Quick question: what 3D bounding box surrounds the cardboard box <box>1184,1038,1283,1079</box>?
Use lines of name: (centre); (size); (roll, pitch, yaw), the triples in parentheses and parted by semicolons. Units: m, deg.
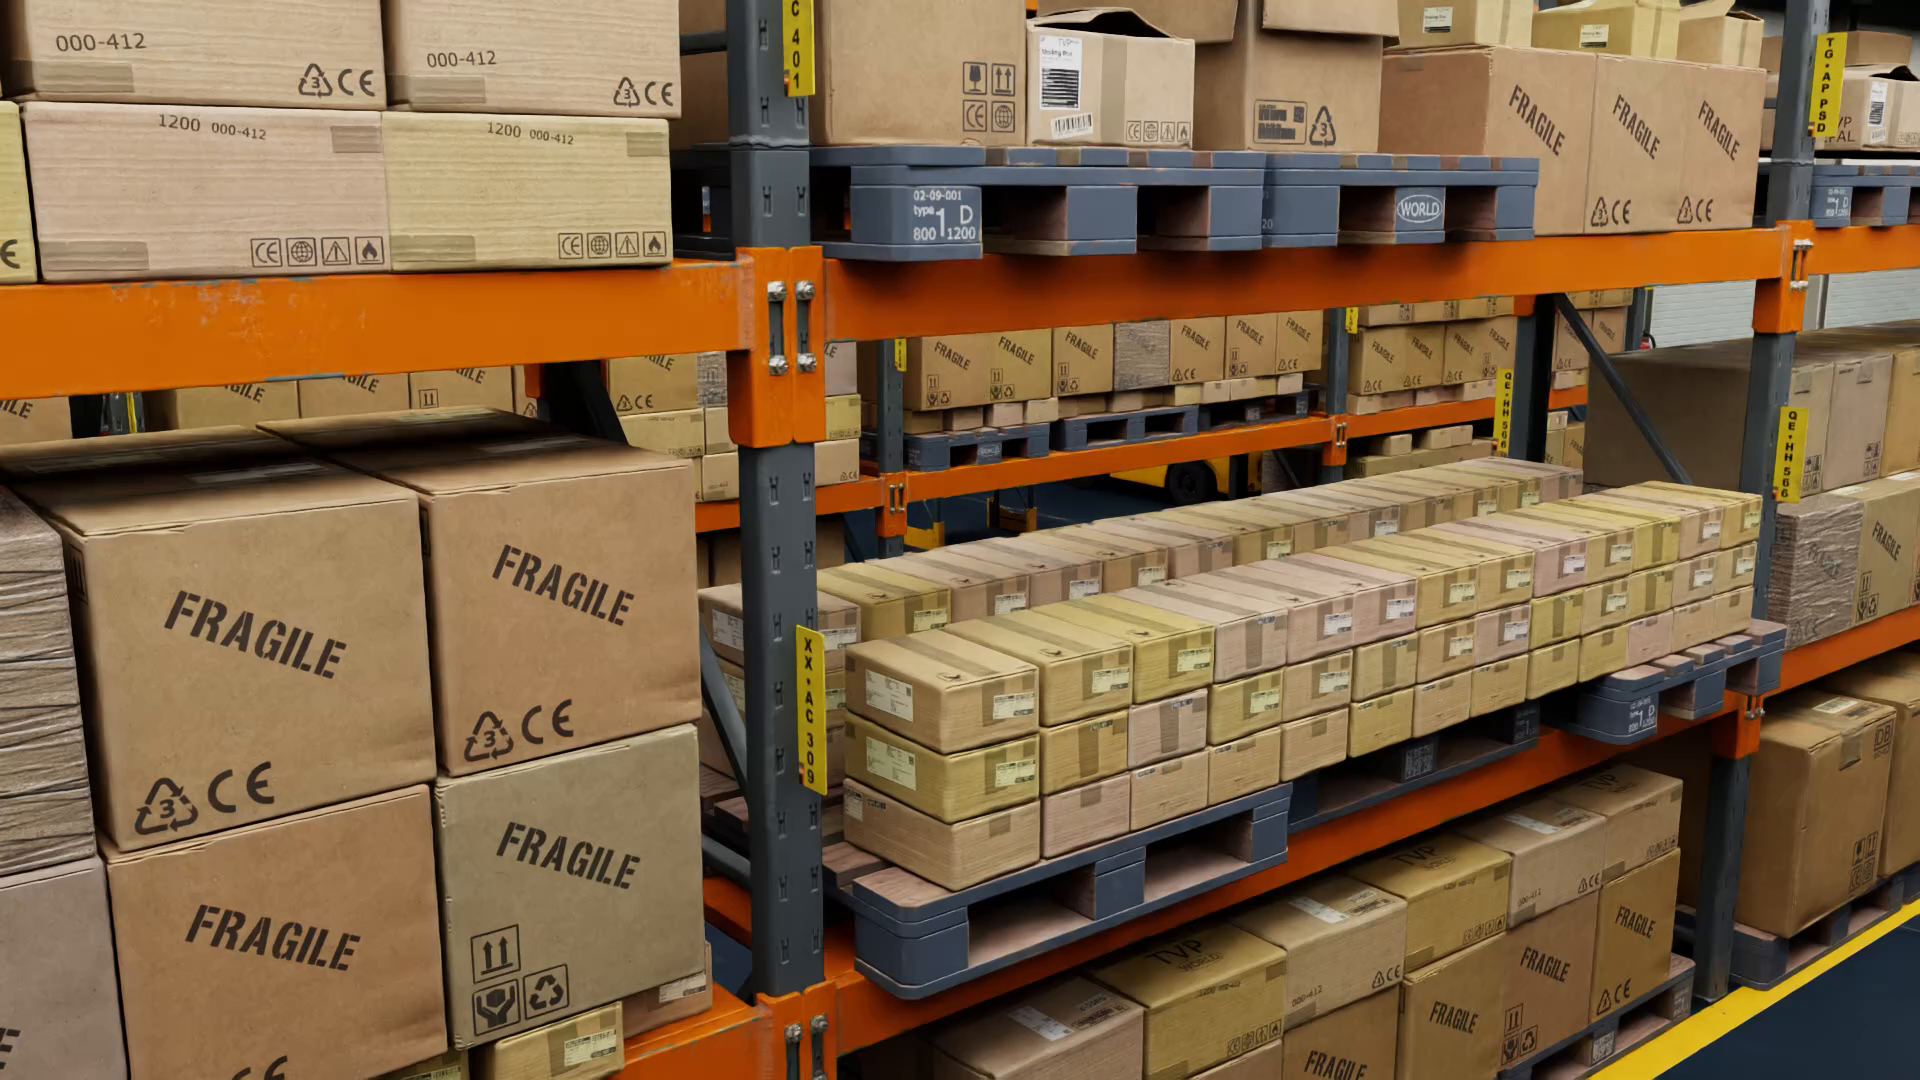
cardboard box: (0.517, 1.565, 4.545); (0.500, 0.500, 0.500); (-9, 15, -35)

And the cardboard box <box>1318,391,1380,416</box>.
cardboard box: (2.884, -1.025, 12.337); (0.250, 0.149, 0.380); (-10, 15, -38)

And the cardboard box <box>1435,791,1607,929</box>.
cardboard box: (1.728, 0.999, 5.403); (0.500, 0.250, 0.500); (-9, 15, -37)

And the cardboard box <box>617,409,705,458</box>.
cardboard box: (-1.690, -0.570, 8.748); (0.500, 0.250, 0.500); (-10, 16, -39)

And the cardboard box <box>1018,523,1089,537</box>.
cardboard box: (0.929, 0.174, 11.402); (0.625, 0.372, 0.950); (-9, 15, -36)

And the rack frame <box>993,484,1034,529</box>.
rack frame: (0.464, -0.811, 14.336); (0.032, 1.500, 0.500); (-9, 15, -38)

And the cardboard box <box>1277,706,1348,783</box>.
cardboard box: (0.763, 0.476, 4.259); (0.250, 0.149, 0.380); (-10, 16, -40)

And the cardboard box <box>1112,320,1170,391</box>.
cardboard box: (1.019, -1.263, 10.885); (0.500, 0.500, 0.500); (-10, 16, -40)

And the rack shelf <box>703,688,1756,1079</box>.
rack shelf: (0.924, 0.762, 5.052); (4.000, 0.370, 1.077); (-9, 15, -38)

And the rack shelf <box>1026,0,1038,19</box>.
rack shelf: (0.876, -3.286, 10.634); (4.000, 0.370, 1.077); (-9, 15, -38)

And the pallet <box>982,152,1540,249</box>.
pallet: (0.719, -0.904, 4.395); (1.003, 0.211, 1.213); (-9, 15, -38)

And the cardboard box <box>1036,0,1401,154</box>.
cardboard box: (0.651, -1.233, 4.233); (0.637, 0.503, 0.797); (-10, 15, -38)

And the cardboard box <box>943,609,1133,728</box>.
cardboard box: (0.171, 0.282, 3.740); (0.250, 0.149, 0.380); (-9, 15, -36)

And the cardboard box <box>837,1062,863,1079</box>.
cardboard box: (-0.217, 1.550, 4.616); (0.500, 0.500, 0.500); (-10, 15, -39)

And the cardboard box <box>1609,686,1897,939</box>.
cardboard box: (3.017, 0.981, 6.693); (0.750, 0.750, 1.050); (-10, 15, -38)

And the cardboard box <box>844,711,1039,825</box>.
cardboard box: (-0.043, 0.465, 3.596); (0.250, 0.149, 0.380); (-9, 15, -37)

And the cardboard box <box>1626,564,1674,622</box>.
cardboard box: (1.973, 0.130, 5.174); (0.250, 0.149, 0.380); (-9, 15, -36)

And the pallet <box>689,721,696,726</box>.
pallet: (-1.348, 0.815, 9.784); (1.213, 0.211, 1.003); (-9, 15, -38)

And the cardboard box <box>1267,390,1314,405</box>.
cardboard box: (2.498, -1.127, 12.819); (0.250, 0.149, 0.380); (-10, 15, -38)

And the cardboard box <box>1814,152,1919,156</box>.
cardboard box: (3.580, -1.621, 6.430); (0.500, 0.250, 0.500); (-9, 15, -36)

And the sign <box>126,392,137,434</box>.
sign: (-3.461, -0.493, 6.953); (0.005, 0.325, 0.100); (-9, 15, -38)

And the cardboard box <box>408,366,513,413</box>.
cardboard box: (-2.513, -0.804, 8.046); (0.500, 0.500, 0.500); (-10, 16, -39)

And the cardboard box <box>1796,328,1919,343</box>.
cardboard box: (4.035, -0.644, 7.290); (0.500, 0.500, 0.700); (-10, 15, -38)

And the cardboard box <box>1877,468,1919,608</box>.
cardboard box: (3.794, -0.045, 6.878); (0.500, 0.500, 0.500); (-9, 15, -38)

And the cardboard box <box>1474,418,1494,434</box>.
cardboard box: (4.449, -0.951, 13.629); (0.250, 0.149, 0.380); (-9, 15, -35)

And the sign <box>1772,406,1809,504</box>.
sign: (2.832, -0.291, 5.679); (0.005, 0.325, 0.100); (-9, 15, -38)

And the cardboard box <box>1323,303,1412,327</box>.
cardboard box: (2.917, -1.864, 12.321); (0.500, 0.500, 0.700); (-10, 15, -38)

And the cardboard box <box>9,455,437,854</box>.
cardboard box: (-1.236, 0.159, 2.796); (0.500, 0.500, 0.500); (-10, 16, -39)

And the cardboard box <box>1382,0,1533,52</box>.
cardboard box: (1.341, -1.476, 4.551); (0.258, 0.266, 0.396); (-9, 15, -38)

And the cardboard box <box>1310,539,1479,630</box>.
cardboard box: (1.175, 0.116, 4.524); (0.250, 0.149, 0.380); (-9, 15, -36)

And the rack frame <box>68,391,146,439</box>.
rack frame: (-3.809, -0.120, 7.475); (0.127, 3.000, 1.000); (-9, 15, -38)

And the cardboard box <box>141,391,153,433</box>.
cardboard box: (-3.617, -0.757, 7.825); (0.500, 0.500, 0.500); (-9, 15, -36)

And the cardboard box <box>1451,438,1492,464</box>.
cardboard box: (3.884, -0.557, 13.333); (0.500, 0.500, 0.500); (-8, 15, -35)

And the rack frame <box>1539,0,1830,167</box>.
rack frame: (2.486, -2.784, 5.576); (0.127, 3.000, 1.000); (-9, 15, -38)

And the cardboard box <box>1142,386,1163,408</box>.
cardboard box: (1.133, -0.982, 11.125); (0.250, 0.149, 0.380); (-10, 16, -40)

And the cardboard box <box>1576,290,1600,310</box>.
cardboard box: (4.899, -2.195, 13.880); (0.500, 0.500, 0.700); (-9, 15, -37)

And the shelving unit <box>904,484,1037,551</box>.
shelving unit: (0.060, -0.744, 14.020); (1.083, 1.500, 0.587); (-9, 15, -38)

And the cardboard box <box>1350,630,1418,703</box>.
cardboard box: (0.979, 0.294, 4.402); (0.250, 0.149, 0.380); (-10, 15, -39)

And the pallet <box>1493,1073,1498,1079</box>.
pallet: (0.923, 1.773, 5.271); (1.213, 0.211, 1.003); (-9, 15, -38)

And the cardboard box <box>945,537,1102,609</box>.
cardboard box: (0.171, 0.110, 4.552); (0.250, 0.149, 0.380); (-9, 15, -38)

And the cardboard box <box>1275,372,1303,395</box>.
cardboard box: (2.209, -1.130, 11.820); (0.250, 0.149, 0.380); (-9, 15, -37)

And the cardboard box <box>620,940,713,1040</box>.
cardboard box: (-0.715, 0.867, 3.428); (0.250, 0.149, 0.380); (-10, 15, -38)

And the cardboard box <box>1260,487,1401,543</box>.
cardboard box: (1.184, -0.059, 5.345); (0.250, 0.149, 0.380); (-9, 15, -35)

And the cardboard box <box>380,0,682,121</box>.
cardboard box: (-0.839, -0.868, 2.931); (0.500, 0.250, 0.500); (-10, 16, -40)

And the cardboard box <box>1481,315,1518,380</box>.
cardboard box: (4.115, -1.566, 13.323); (0.500, 0.500, 0.500); (-9, 15, -37)

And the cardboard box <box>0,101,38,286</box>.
cardboard box: (-1.646, -0.488, 2.346); (0.500, 0.250, 0.500); (-10, 15, -38)

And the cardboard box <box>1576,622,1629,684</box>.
cardboard box: (1.795, 0.303, 5.072); (0.250, 0.149, 0.380); (-10, 15, -38)

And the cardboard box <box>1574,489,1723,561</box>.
cardboard box: (2.192, -0.053, 5.319); (0.250, 0.149, 0.380); (-10, 15, -38)

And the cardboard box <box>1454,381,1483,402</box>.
cardboard box: (3.889, -1.189, 13.111); (0.250, 0.149, 0.380); (-9, 15, -37)

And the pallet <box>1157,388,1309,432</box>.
pallet: (1.750, -0.989, 12.027); (1.213, 0.211, 1.003); (-9, 15, -38)

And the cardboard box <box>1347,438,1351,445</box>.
cardboard box: (3.128, -0.572, 13.406); (0.500, 0.500, 0.500); (-9, 15, -37)

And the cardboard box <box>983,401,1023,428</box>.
cardboard box: (0.169, -0.793, 10.237); (0.250, 0.149, 0.380); (-11, 16, -41)
